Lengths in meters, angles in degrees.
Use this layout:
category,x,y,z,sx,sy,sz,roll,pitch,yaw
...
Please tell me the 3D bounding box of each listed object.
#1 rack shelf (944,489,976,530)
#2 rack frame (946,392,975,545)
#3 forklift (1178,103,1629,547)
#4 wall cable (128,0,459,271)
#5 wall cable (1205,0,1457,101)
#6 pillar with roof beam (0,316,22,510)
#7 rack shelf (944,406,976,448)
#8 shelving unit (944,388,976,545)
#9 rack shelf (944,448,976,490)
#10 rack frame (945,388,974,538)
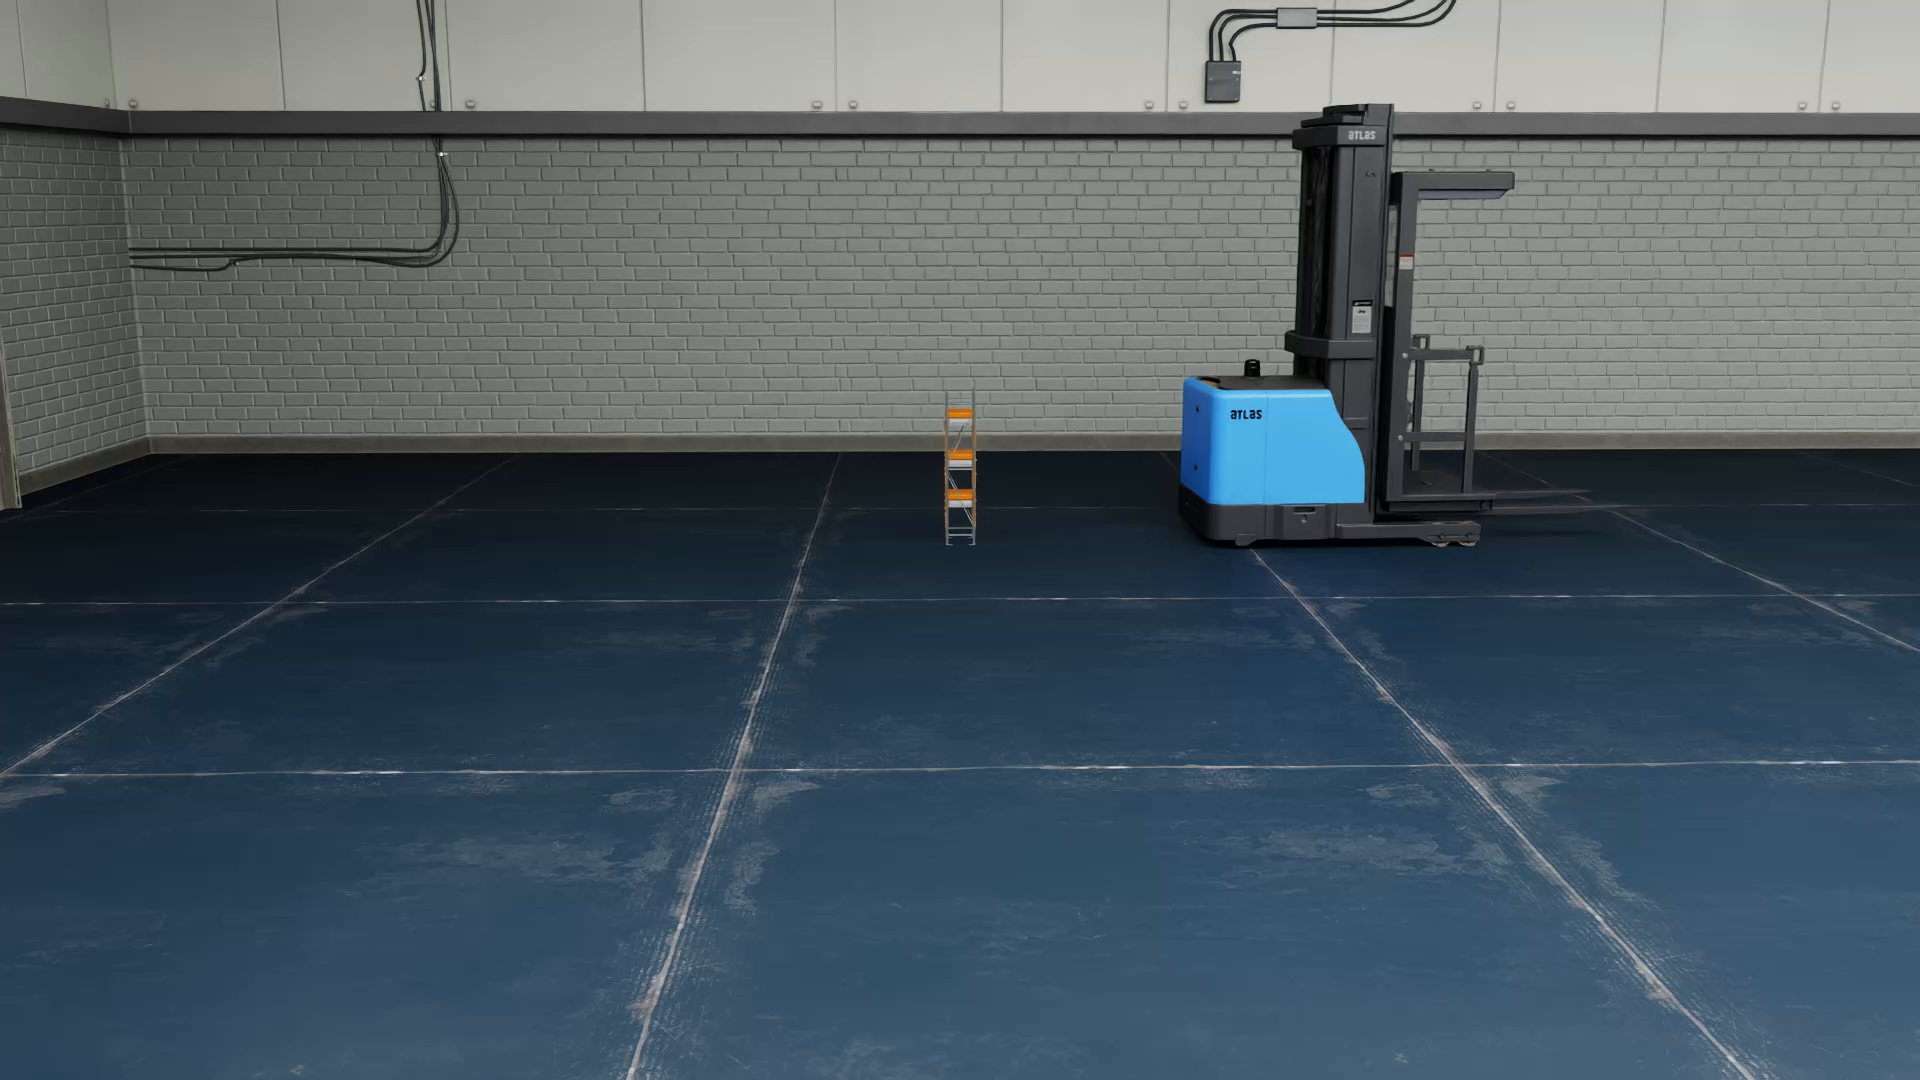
category,x,y,z,sx,sy,sz,roll,pitch,yaw
rack shelf,0.001,-0.221,11.460,0.215,0.259,0.240,0,11,-1
rack frame,0.004,-0.480,11.283,0.200,1.050,0.008,0,11,-1
forklift,3.134,-1.493,11.549,3.031,2.935,1.130,-1,12,-5
wall cable,-6.114,-3.695,14.948,3.097,2.526,0.112,0,11,-1
wall cable,3.378,-6.919,14.478,2.305,6.003,0.169,0,11,-1
pillar with roof beam,-3.071,-4.643,11.813,9.100,9.000,0.400,0,11,-1
rack shelf,0.001,-0.772,11.348,0.215,0.259,0.240,0,11,-1
shelving unit,0.001,-0.504,11.402,0.215,1.050,0.252,0,11,-1
rack shelf,0.001,-0.494,11.404,0.215,0.259,0.240,0,11,-1
rack frame,-0.001,-0.528,11.522,0.200,1.050,0.008,0,11,-1
